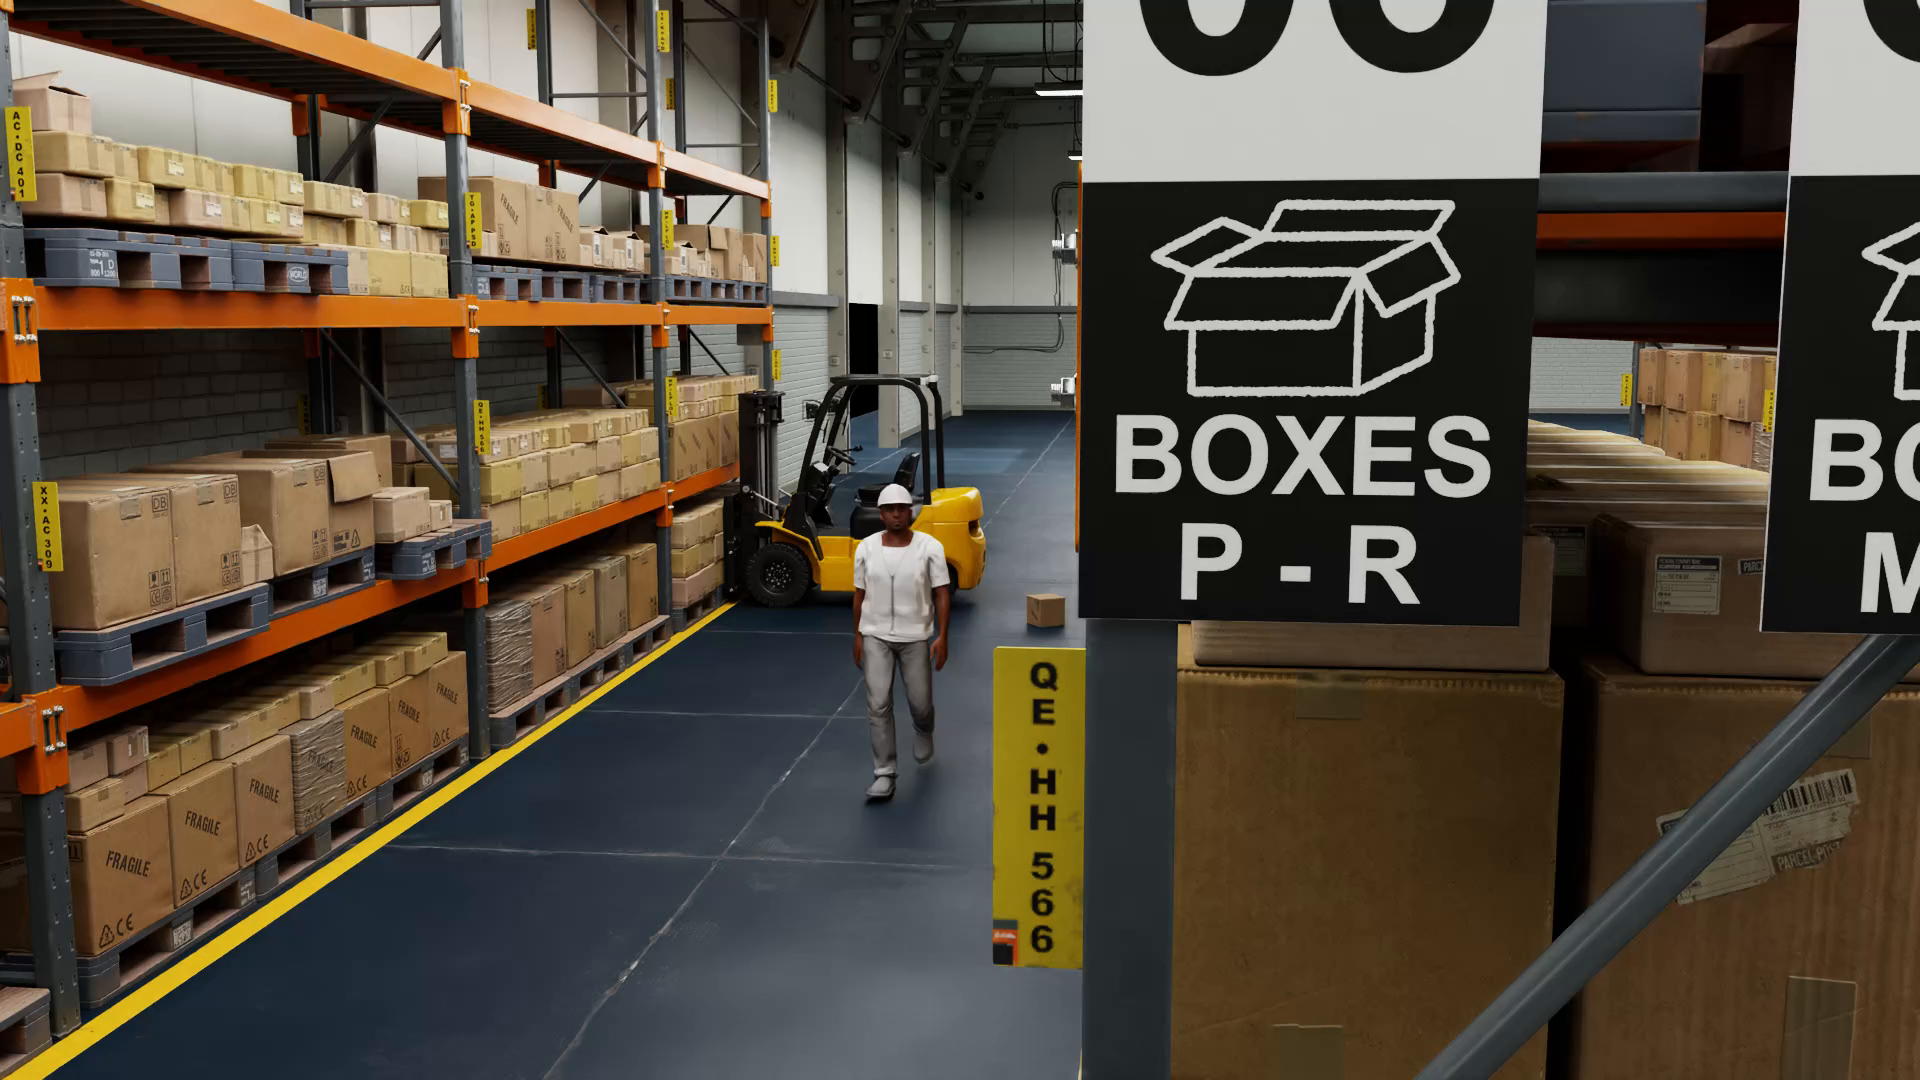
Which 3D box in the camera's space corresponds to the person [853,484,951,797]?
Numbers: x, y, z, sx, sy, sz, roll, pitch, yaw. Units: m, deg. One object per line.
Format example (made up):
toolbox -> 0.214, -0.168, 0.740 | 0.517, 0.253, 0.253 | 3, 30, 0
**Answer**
person -> -0.337, 0.546, 9.526 | 0.575, 1.744, 0.806 | 1, 8, 6
